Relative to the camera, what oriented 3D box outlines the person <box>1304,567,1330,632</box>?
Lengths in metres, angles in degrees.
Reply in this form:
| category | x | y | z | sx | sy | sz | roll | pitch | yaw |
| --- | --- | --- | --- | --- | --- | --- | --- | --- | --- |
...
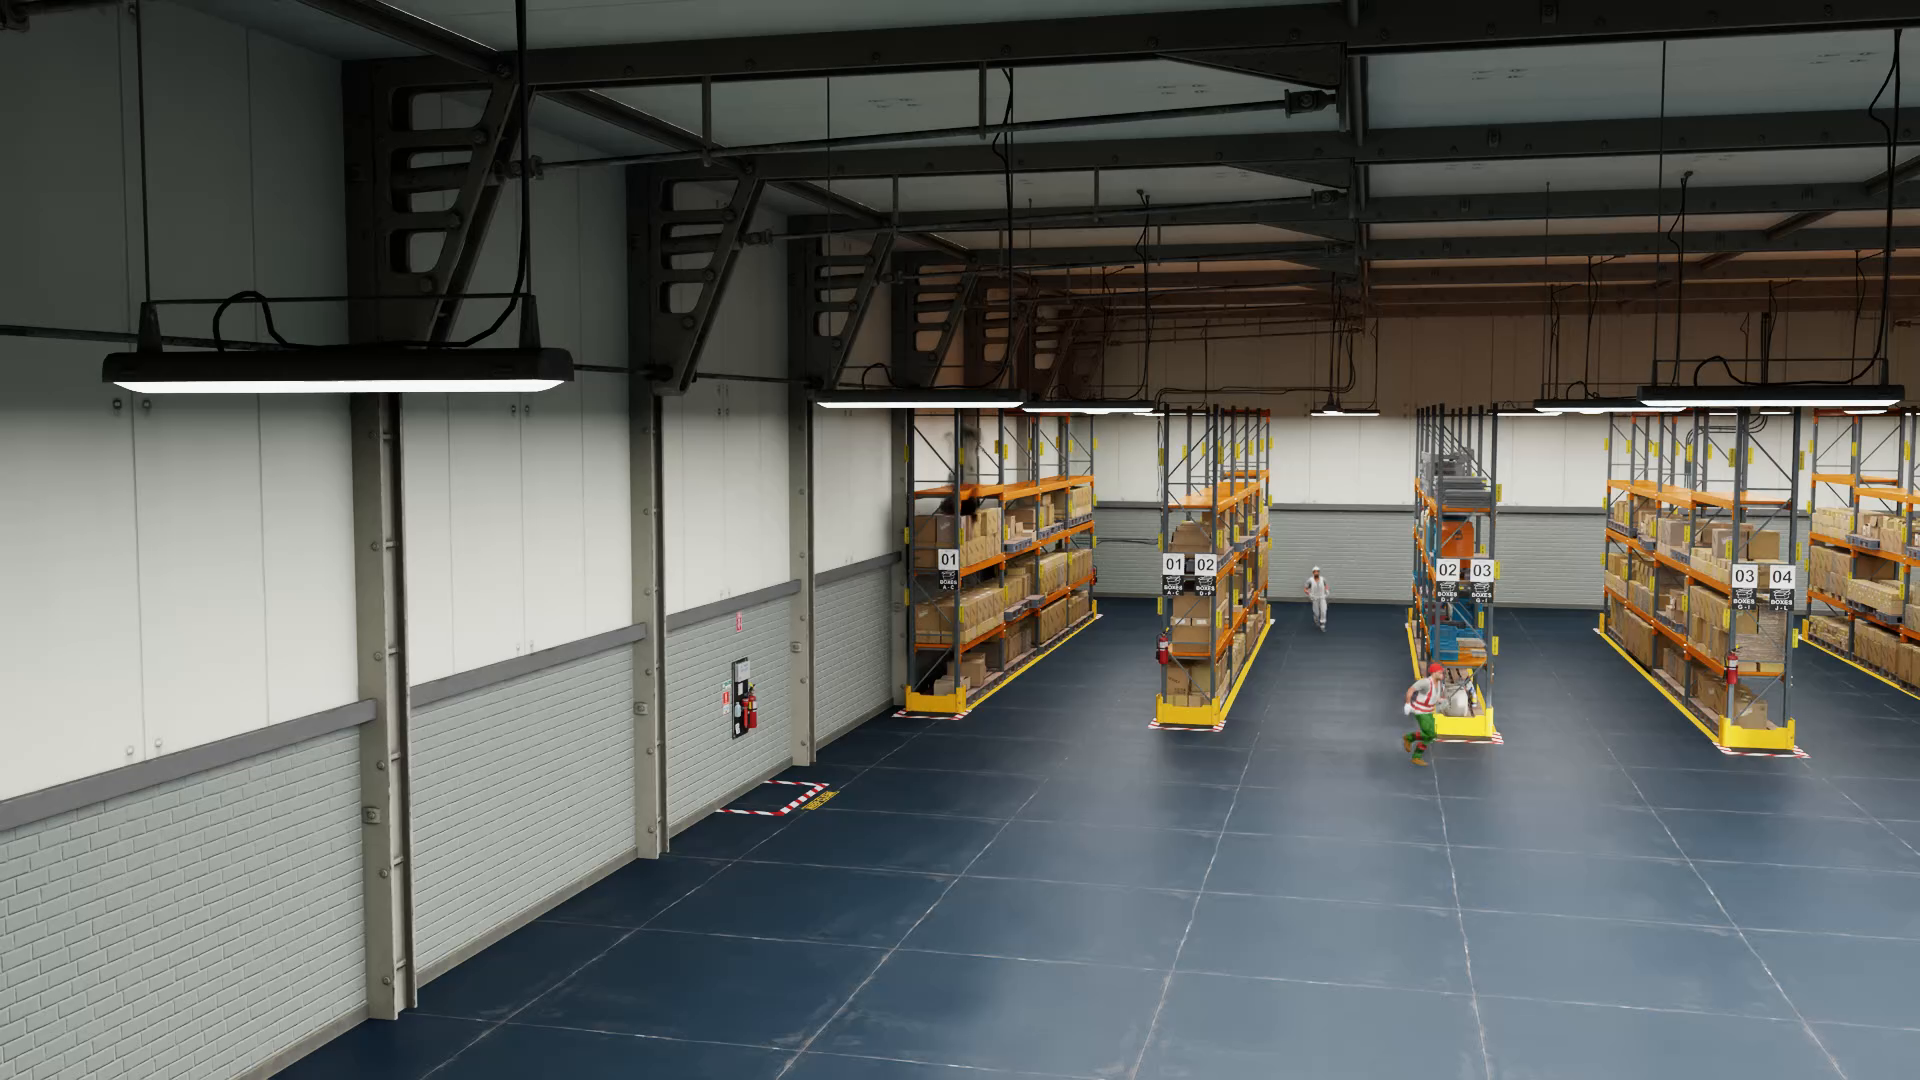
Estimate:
| category | x | y | z | sx | sy | sz | roll | pitch | yaw |
| --- | --- | --- | --- | --- | --- | --- | --- | --- | --- |
| person | 9.647 | 1.598 | 44.913 | 0.699 | 1.741 | 0.762 | 0 | 4 | -3 |

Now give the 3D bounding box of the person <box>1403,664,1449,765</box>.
| category | x | y | z | sx | sy | sz | roll | pitch | yaw |
| --- | --- | --- | --- | --- | --- | --- | --- | --- | --- |
| person | 7.712 | 2.878 | 27.536 | 0.747 | 1.708 | 0.652 | 4 | 6 | 42 |

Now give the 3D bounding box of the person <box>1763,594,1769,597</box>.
| category | x | y | z | sx | sy | sz | roll | pitch | yaw |
| --- | --- | --- | --- | --- | --- | --- | --- | --- | --- |
| person | 20.499 | 1.810 | 42.384 | 0.622 | 1.676 | 0.779 | 1 | 4 | 19 |
